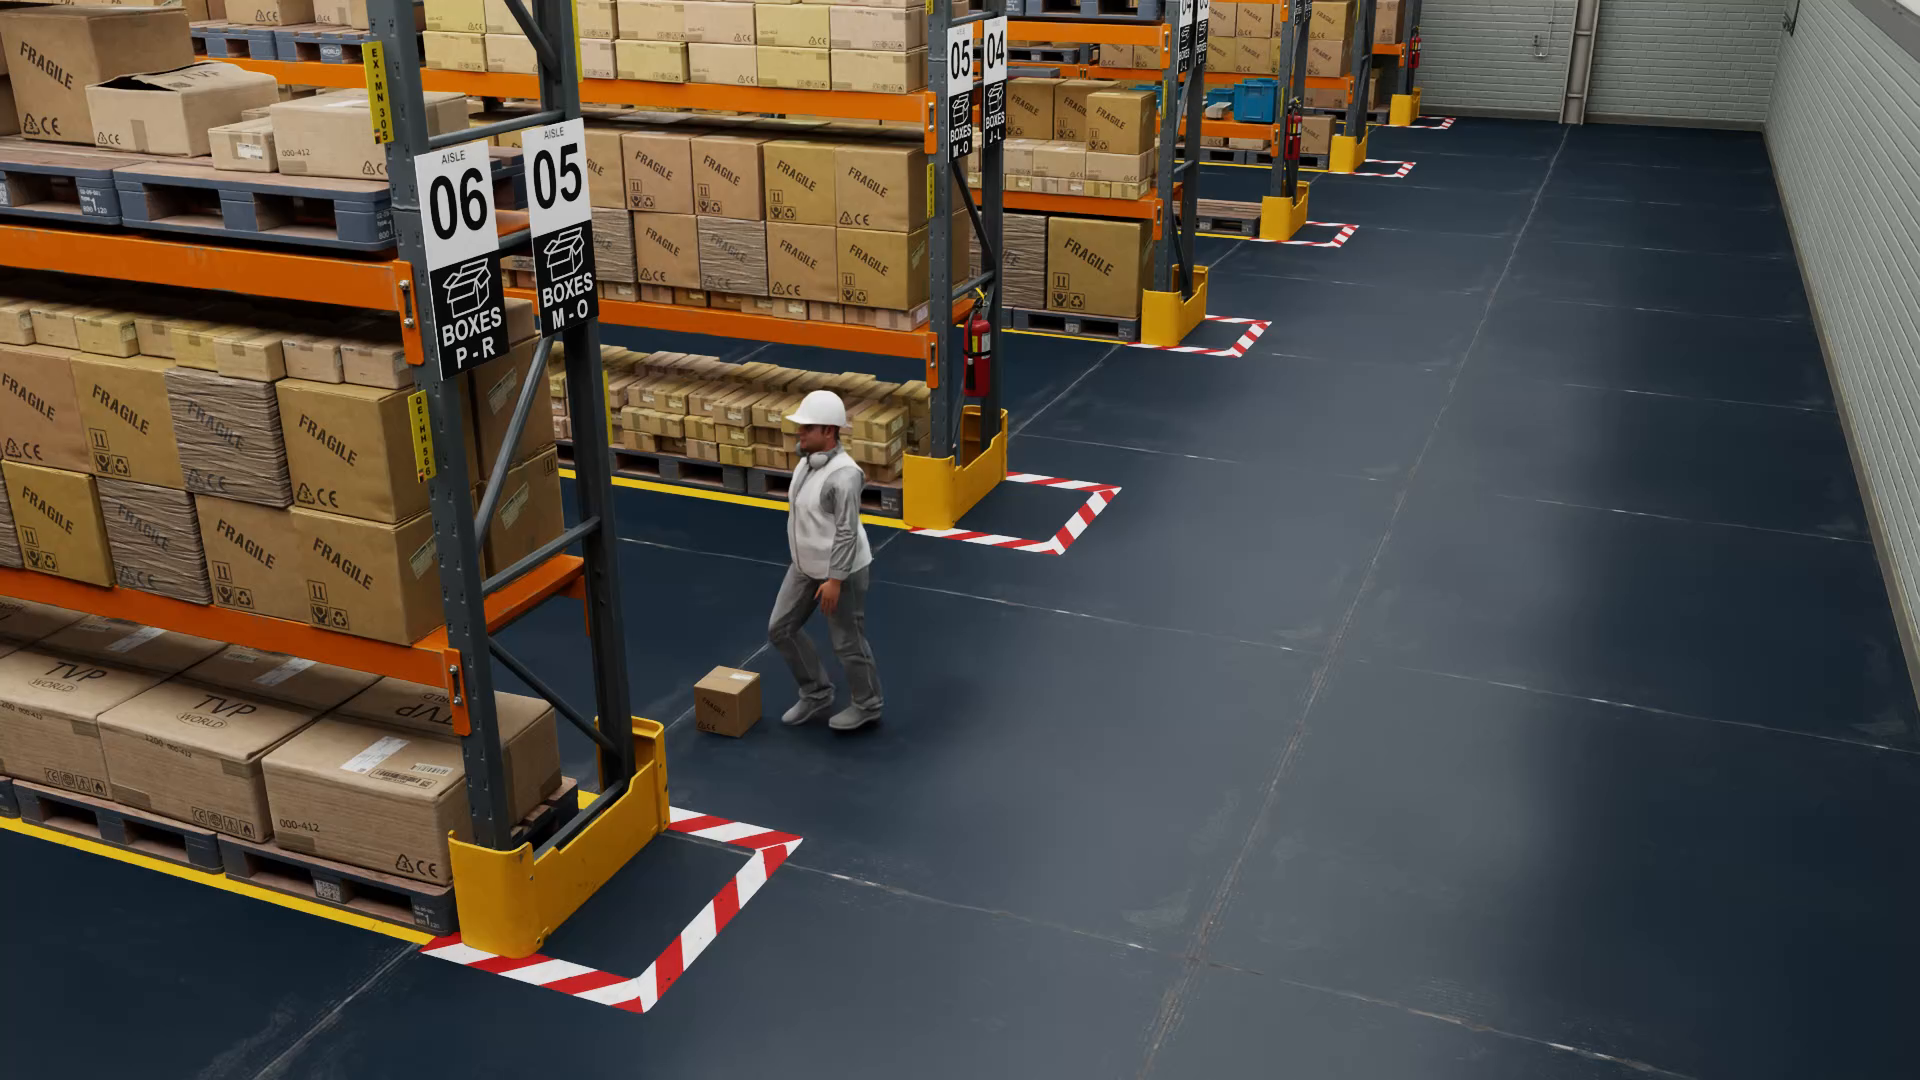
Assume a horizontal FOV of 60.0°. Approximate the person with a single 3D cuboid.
[{"bbox_3d":[-0.654,0.135,8.208,0.527,1.794,0.568,-14,26,-30],"label":"person"}]
